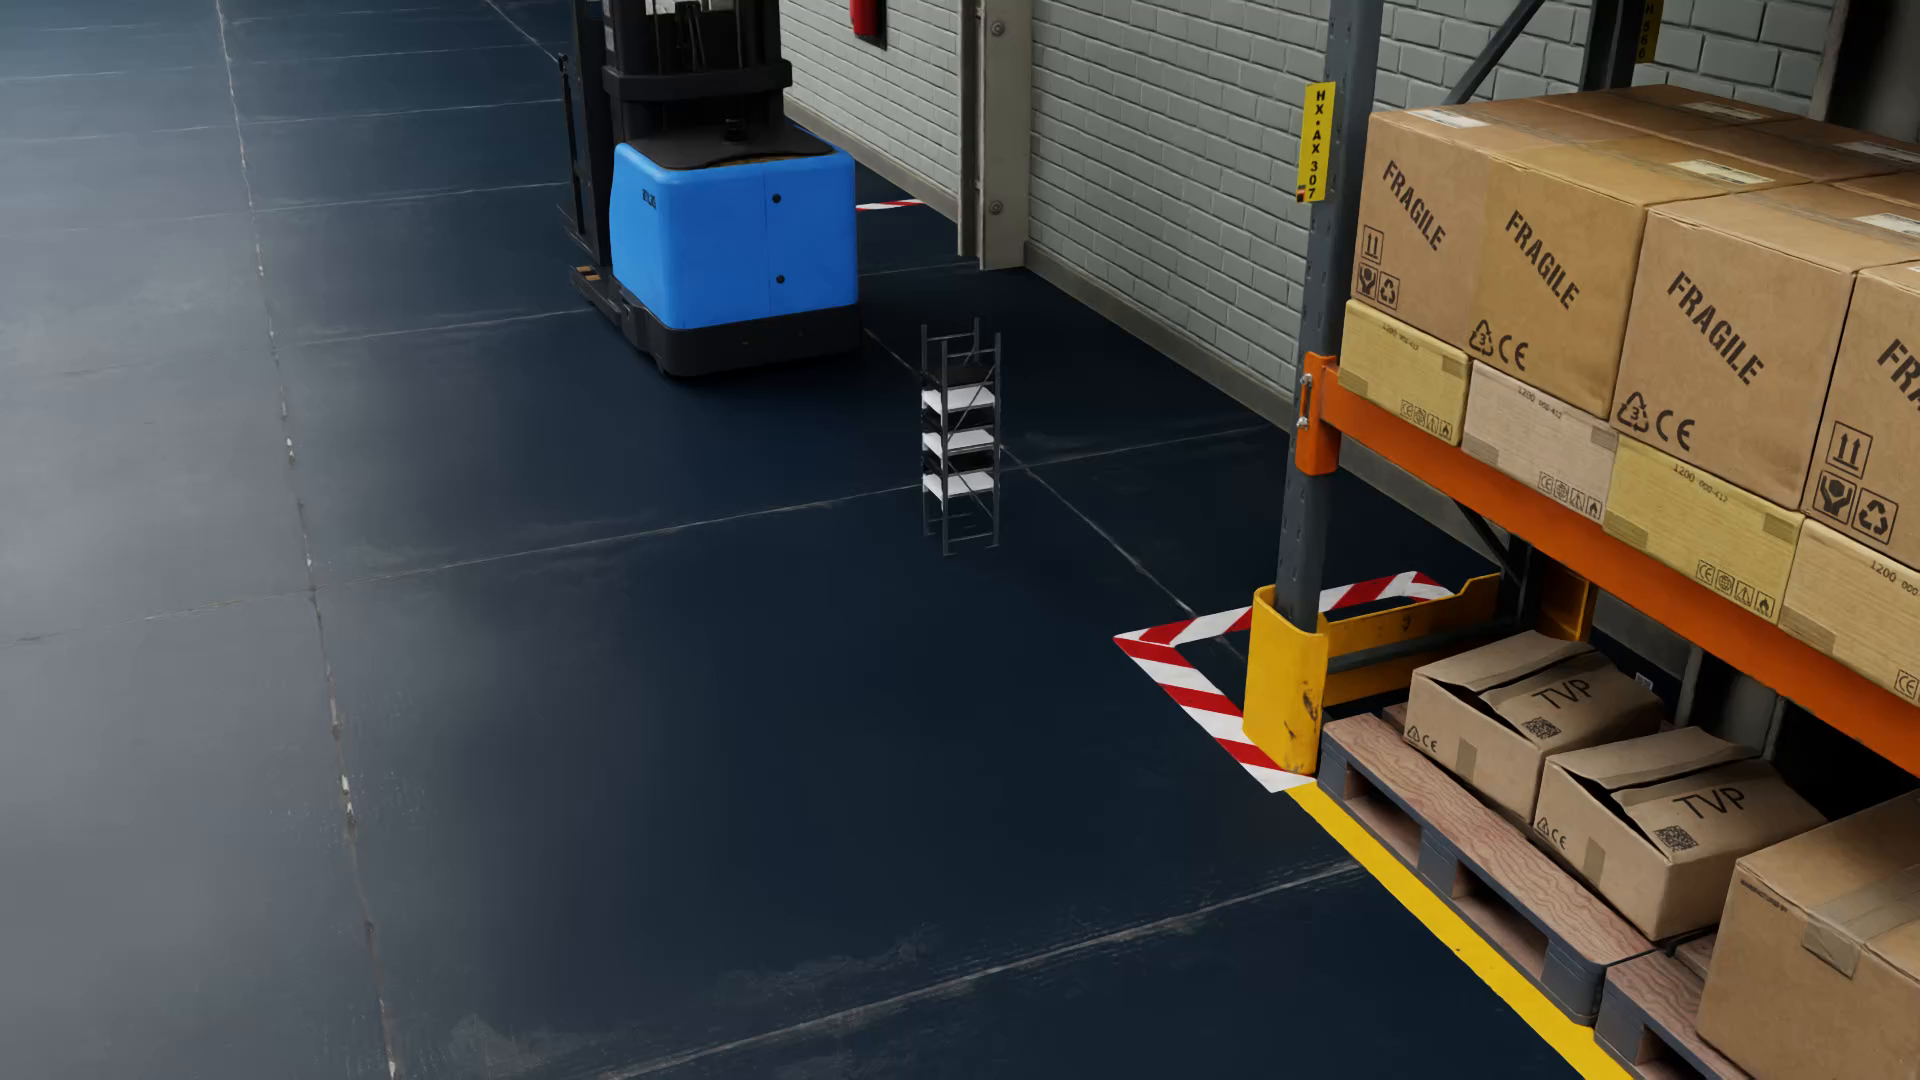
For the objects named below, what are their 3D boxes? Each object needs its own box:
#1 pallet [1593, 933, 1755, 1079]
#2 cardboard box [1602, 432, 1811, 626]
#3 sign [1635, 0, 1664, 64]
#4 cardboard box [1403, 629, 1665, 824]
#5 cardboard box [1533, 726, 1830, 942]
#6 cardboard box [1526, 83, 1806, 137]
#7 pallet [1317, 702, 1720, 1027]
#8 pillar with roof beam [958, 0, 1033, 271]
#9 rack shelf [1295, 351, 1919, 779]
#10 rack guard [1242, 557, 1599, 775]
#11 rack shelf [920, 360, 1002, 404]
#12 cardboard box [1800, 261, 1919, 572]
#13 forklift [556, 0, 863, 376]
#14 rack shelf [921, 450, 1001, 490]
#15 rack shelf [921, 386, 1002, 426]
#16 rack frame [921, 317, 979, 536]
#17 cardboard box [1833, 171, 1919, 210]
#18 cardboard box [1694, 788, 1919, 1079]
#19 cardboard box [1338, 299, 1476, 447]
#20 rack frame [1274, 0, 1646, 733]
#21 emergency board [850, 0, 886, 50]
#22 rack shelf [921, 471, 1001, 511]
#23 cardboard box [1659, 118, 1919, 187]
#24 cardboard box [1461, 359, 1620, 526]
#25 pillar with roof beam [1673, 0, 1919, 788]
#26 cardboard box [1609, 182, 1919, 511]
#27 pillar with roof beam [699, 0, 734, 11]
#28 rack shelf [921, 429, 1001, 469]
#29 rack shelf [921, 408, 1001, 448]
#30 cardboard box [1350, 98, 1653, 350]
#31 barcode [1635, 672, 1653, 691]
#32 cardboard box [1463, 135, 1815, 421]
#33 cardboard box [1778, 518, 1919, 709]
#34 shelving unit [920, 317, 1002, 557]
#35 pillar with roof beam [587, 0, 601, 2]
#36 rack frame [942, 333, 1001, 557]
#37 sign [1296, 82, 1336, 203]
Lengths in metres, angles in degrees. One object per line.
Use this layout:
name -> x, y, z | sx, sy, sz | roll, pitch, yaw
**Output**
pallet -> 2.272, 1.309, 3.828 | 1.003, 0.211, 1.213 | -11, 28, -21
cardboard box -> 1.793, -0.076, 3.636 | 0.500, 0.250, 0.500 | -11, 28, -21
sign -> 2.002, -1.550, 4.825 | 0.100, 0.325, 0.005 | -11, 28, -21
cardboard box -> 1.671, 0.505, 4.860 | 0.500, 0.311, 0.500 | -14, 29, -26
cardboard box -> 1.895, 0.735, 4.388 | 0.500, 0.311, 0.500 | -8, 27, -16
cardboard box -> 1.863, -0.925, 4.519 | 0.500, 0.500, 0.500 | -11, 28, -21
pallet -> 1.799, 0.818, 4.835 | 1.003, 0.211, 1.213 | -11, 28, -21
pillar with roof beam -> -3.758, -5.045, 6.825 | 9.100, 9.000, 0.400 | -11, 28, -21
rack shelf -> 2.266, 0.331, 3.474 | 1.077, 0.370, 4.000 | -11, 28, -21
rack guard -> 1.513, 0.354, 5.456 | 1.175, 0.500, 0.348 | -11, 28, -21
rack shelf -> 0.003, -0.614, 6.442 | 0.258, 0.077, 0.200 | -11, 28, -21
cardboard box -> 1.988, -0.217, 3.069 | 0.500, 0.500, 0.500 | -10, 28, -19
forklift -> -1.612, -2.744, 9.030 | 1.130, 2.935, 3.031 | -12, 29, -24
rack shelf -> 0.003, -0.290, 6.600 | 0.258, 0.077, 0.200 | -11, 28, -21
rack shelf -> 0.003, -0.533, 6.481 | 0.258, 0.077, 0.200 | -11, 28, -21
rack frame -> -0.037, -0.442, 6.630 | 0.240, 0.900, 0.006 | -11, 28, -21
cardboard box -> 2.258, -0.512, 3.673 | 0.500, 0.500, 0.500 | -11, 28, -22
cardboard box -> 2.136, 0.955, 3.723 | 0.700, 0.500, 0.500 | -12, 29, -24
cardboard box -> 1.382, -0.490, 4.483 | 0.500, 0.250, 0.500 | -11, 28, -22
rack frame -> 1.483, -0.800, 4.970 | 1.000, 3.000, 0.127 | -11, 28, -21
emergency board -> -0.729, -4.093, 11.713 | 0.194, 1.169, 0.643 | -11, 28, -21
rack shelf -> 0.003, -0.209, 6.639 | 0.258, 0.077, 0.200 | -11, 28, -21
cardboard box -> 2.051, -0.720, 4.099 | 0.500, 0.500, 0.500 | -10, 28, -20
cardboard box -> 1.599, -0.283, 4.059 | 0.500, 0.250, 0.500 | -11, 28, -22
pillar with roof beam -> -1.408, -2.622, 1.864 | 9.100, 9.000, 0.400 | -11, 28, -21
cardboard box -> 1.775, -0.423, 3.492 | 0.500, 0.500, 0.500 | -12, 28, -22
pillar with roof beam -> -6.107, -7.467, 11.786 | 9.100, 9.000, 0.400 | -11, 28, -21
rack shelf -> 0.003, -0.371, 6.560 | 0.258, 0.077, 0.200 | -11, 28, -21
rack shelf -> 0.003, -0.452, 6.521 | 0.258, 0.077, 0.200 | -11, 28, -21
cardboard box -> 1.394, -0.834, 4.333 | 0.500, 0.500, 0.500 | -11, 28, -21
barcode -> 2.046, 0.440, 4.983 | 0.001, 0.075, 0.075 | -11, 28, -21
cardboard box -> 1.578, -0.633, 3.921 | 0.500, 0.500, 0.500 | -10, 28, -20
cardboard box -> 1.989, 0.128, 3.217 | 0.500, 0.250, 0.500 | -10, 28, -20
shelving unit -> 0.003, -0.401, 6.546 | 0.258, 0.900, 0.210 | -11, 28, -21
pillar with roof beam -> -8.457, -9.889, 16.747 | 9.100, 9.000, 0.400 | -11, 28, -21
rack frame -> 0.043, -0.360, 6.462 | 0.240, 0.900, 0.006 | -11, 28, -21
sign -> 0.984, -1.096, 4.589 | 0.100, 0.325, 0.005 | -11, 28, -21
